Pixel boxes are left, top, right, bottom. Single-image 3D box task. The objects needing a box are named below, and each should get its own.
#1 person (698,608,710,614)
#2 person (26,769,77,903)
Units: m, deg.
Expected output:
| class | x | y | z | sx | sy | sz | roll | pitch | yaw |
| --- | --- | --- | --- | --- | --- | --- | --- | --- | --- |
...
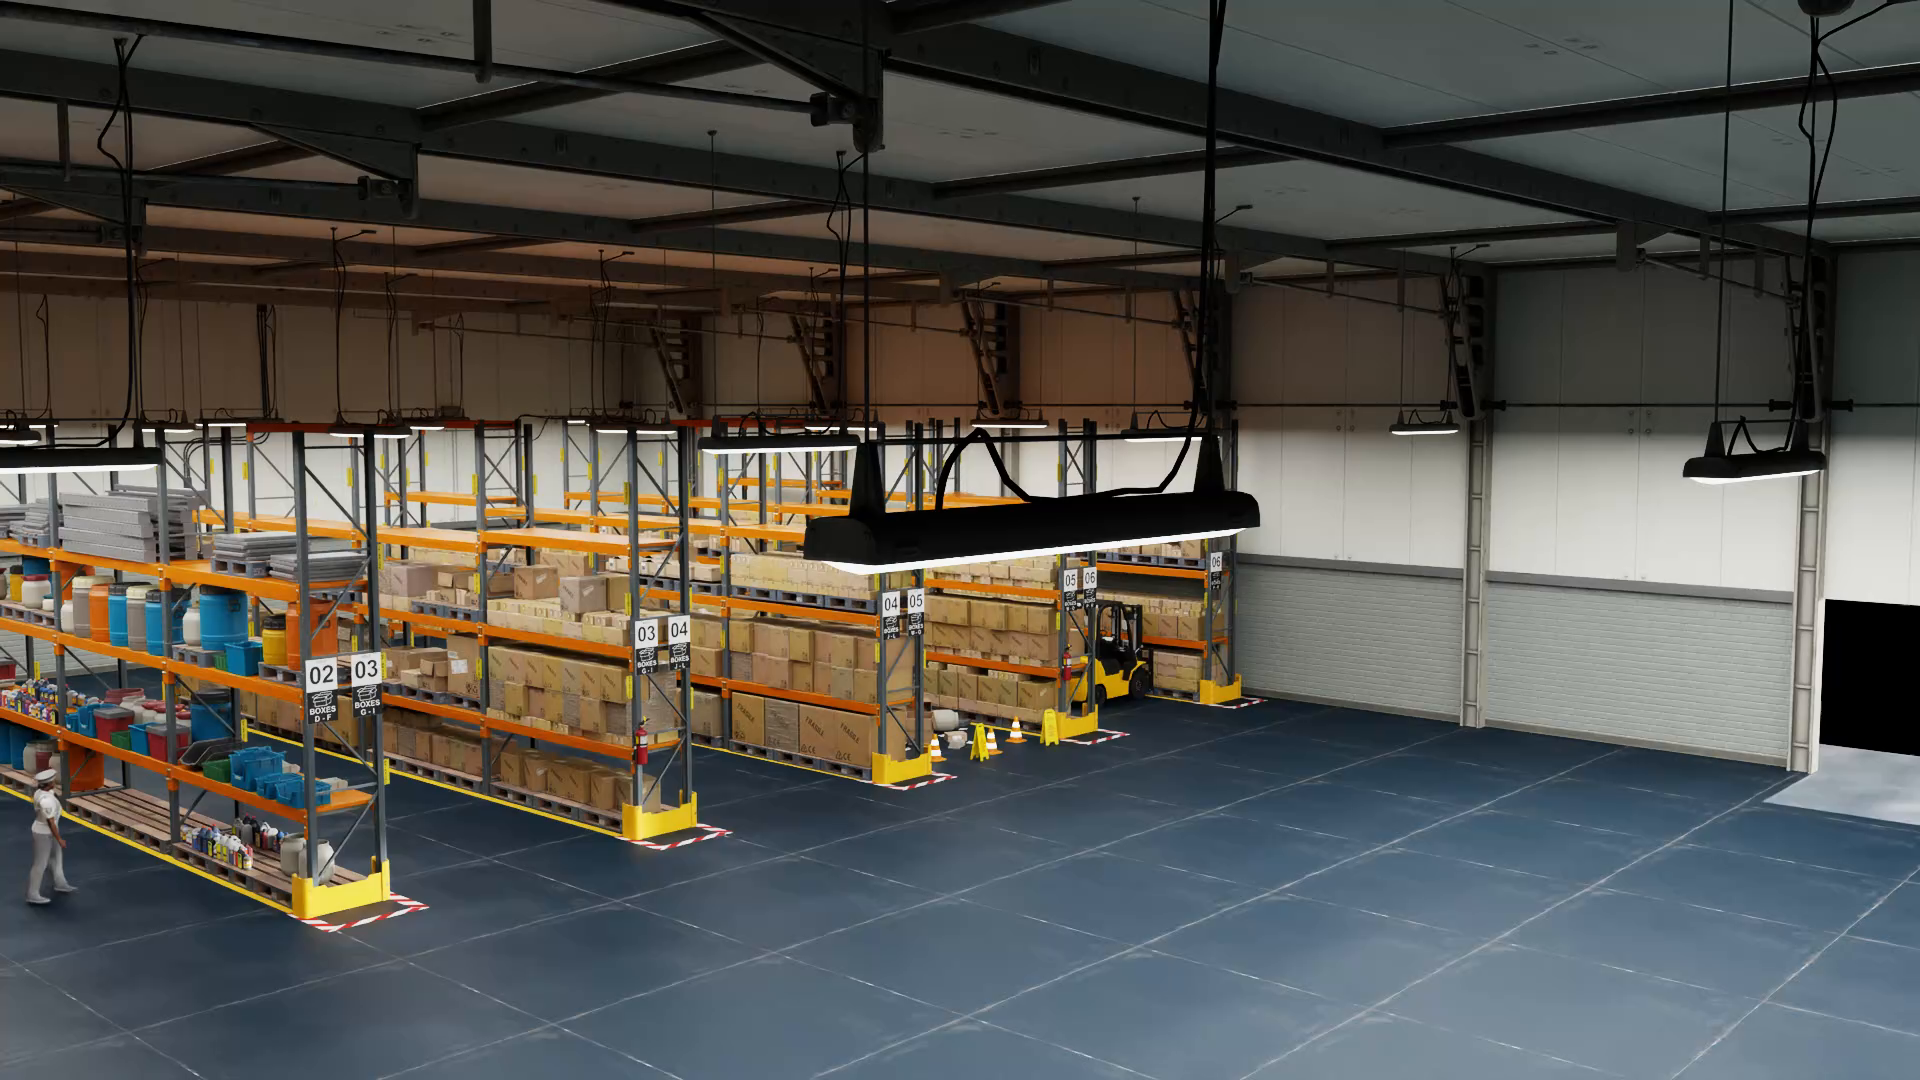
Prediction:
| class | x | y | z | sx | sy | sz | roll | pitch | yaw |
| --- | --- | --- | --- | --- | --- | --- | --- | --- | --- |
| person | -5.664 | 2.410 | 37.048 | 0.596 | 1.784 | 0.436 | 1 | 5 | 12 |
| person | -11.658 | 3.768 | 21.284 | 0.569 | 1.695 | 0.632 | -2 | 5 | -27 |
